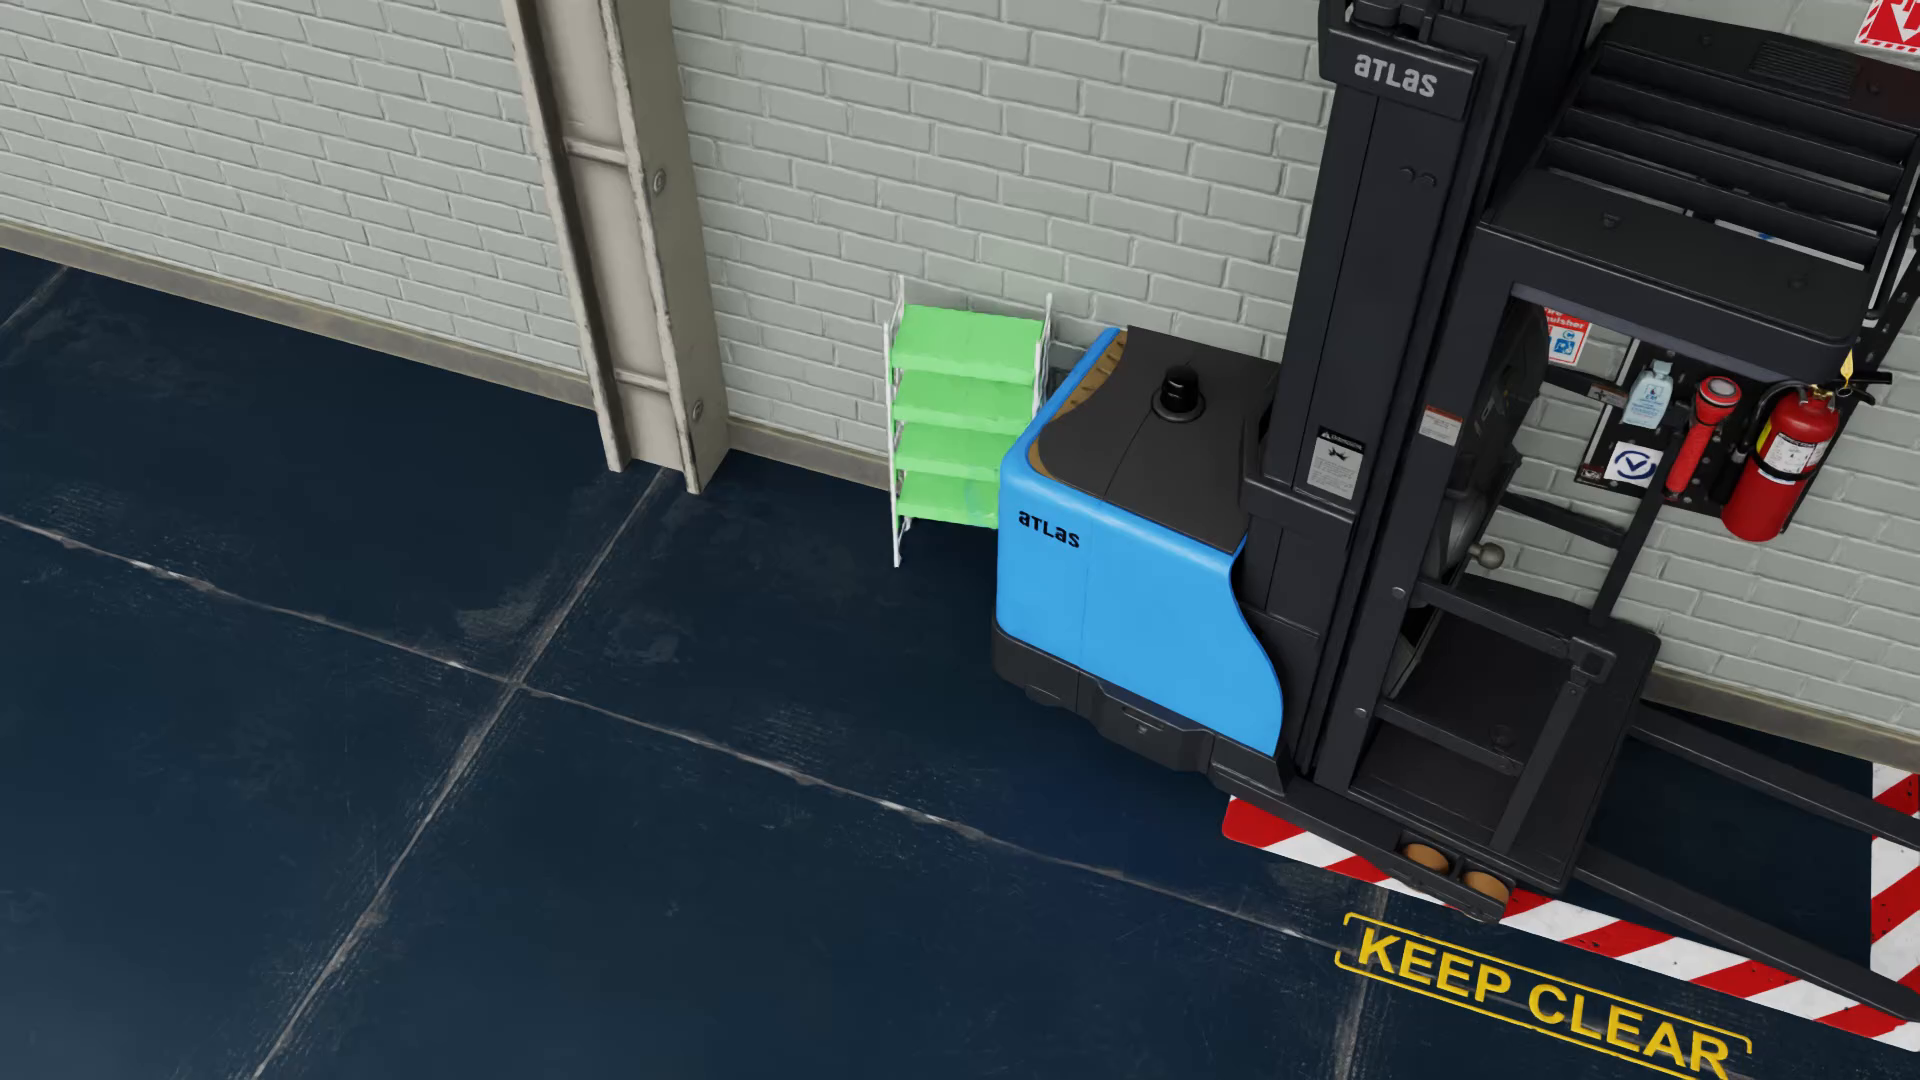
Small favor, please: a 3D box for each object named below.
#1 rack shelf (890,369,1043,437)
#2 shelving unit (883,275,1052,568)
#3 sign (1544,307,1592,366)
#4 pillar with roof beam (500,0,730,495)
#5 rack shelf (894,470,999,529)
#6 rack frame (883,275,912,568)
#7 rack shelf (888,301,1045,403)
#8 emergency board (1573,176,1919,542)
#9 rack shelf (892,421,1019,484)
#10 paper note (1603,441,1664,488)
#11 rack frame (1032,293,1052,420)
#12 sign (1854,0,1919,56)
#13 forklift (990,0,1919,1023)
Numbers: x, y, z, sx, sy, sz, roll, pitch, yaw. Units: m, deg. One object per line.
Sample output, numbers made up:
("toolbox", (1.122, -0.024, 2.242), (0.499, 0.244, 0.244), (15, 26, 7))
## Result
("rack shelf", (0.027, -0.460, 5.622), (0.480, 0.148, 0.258), (8, 50, 7))
("shelving unit", (0.027, -0.345, 5.755), (0.503, 1.200, 0.258), (8, 50, 7))
("sign", (1.706, -0.649, 4.804), (0.234, 0.329, 0.001), (16, 51, 13))
("pillar with roof beam", (-2.627, -0.229, 0.494), (0.400, 9.000, 9.100), (16, 51, 13))
("rack shelf", (0.027, -0.146, 5.985), (0.480, 0.148, 0.258), (8, 50, 7))
("rack frame", (-0.213, -0.379, 5.785), (0.015, 1.200, 0.240), (8, 50, 7))
("rack shelf", (0.027, -0.618, 5.441), (0.480, 0.148, 0.258), (8, 50, 7))
("emergency board", (2.189, -0.419, 4.628), (0.643, 1.169, 0.194), (16, 51, 13))
("rack shelf", (0.027, -0.303, 5.803), (0.480, 0.148, 0.258), (8, 50, 7))
("paper note", (2.046, -0.226, 5.044), (0.142, 0.148, 0.016), (16, 51, 13))
("rack frame", (0.266, -0.311, 5.725), (0.015, 1.200, 0.240), (8, 50, 7))
("sign", (2.216, -1.251, 3.815), (0.199, 0.298, 0.001), (16, 51, 13))
("forklift", (1.637, -0.229, 4.509), (3.031, 2.935, 1.130), (24, 53, 19))
